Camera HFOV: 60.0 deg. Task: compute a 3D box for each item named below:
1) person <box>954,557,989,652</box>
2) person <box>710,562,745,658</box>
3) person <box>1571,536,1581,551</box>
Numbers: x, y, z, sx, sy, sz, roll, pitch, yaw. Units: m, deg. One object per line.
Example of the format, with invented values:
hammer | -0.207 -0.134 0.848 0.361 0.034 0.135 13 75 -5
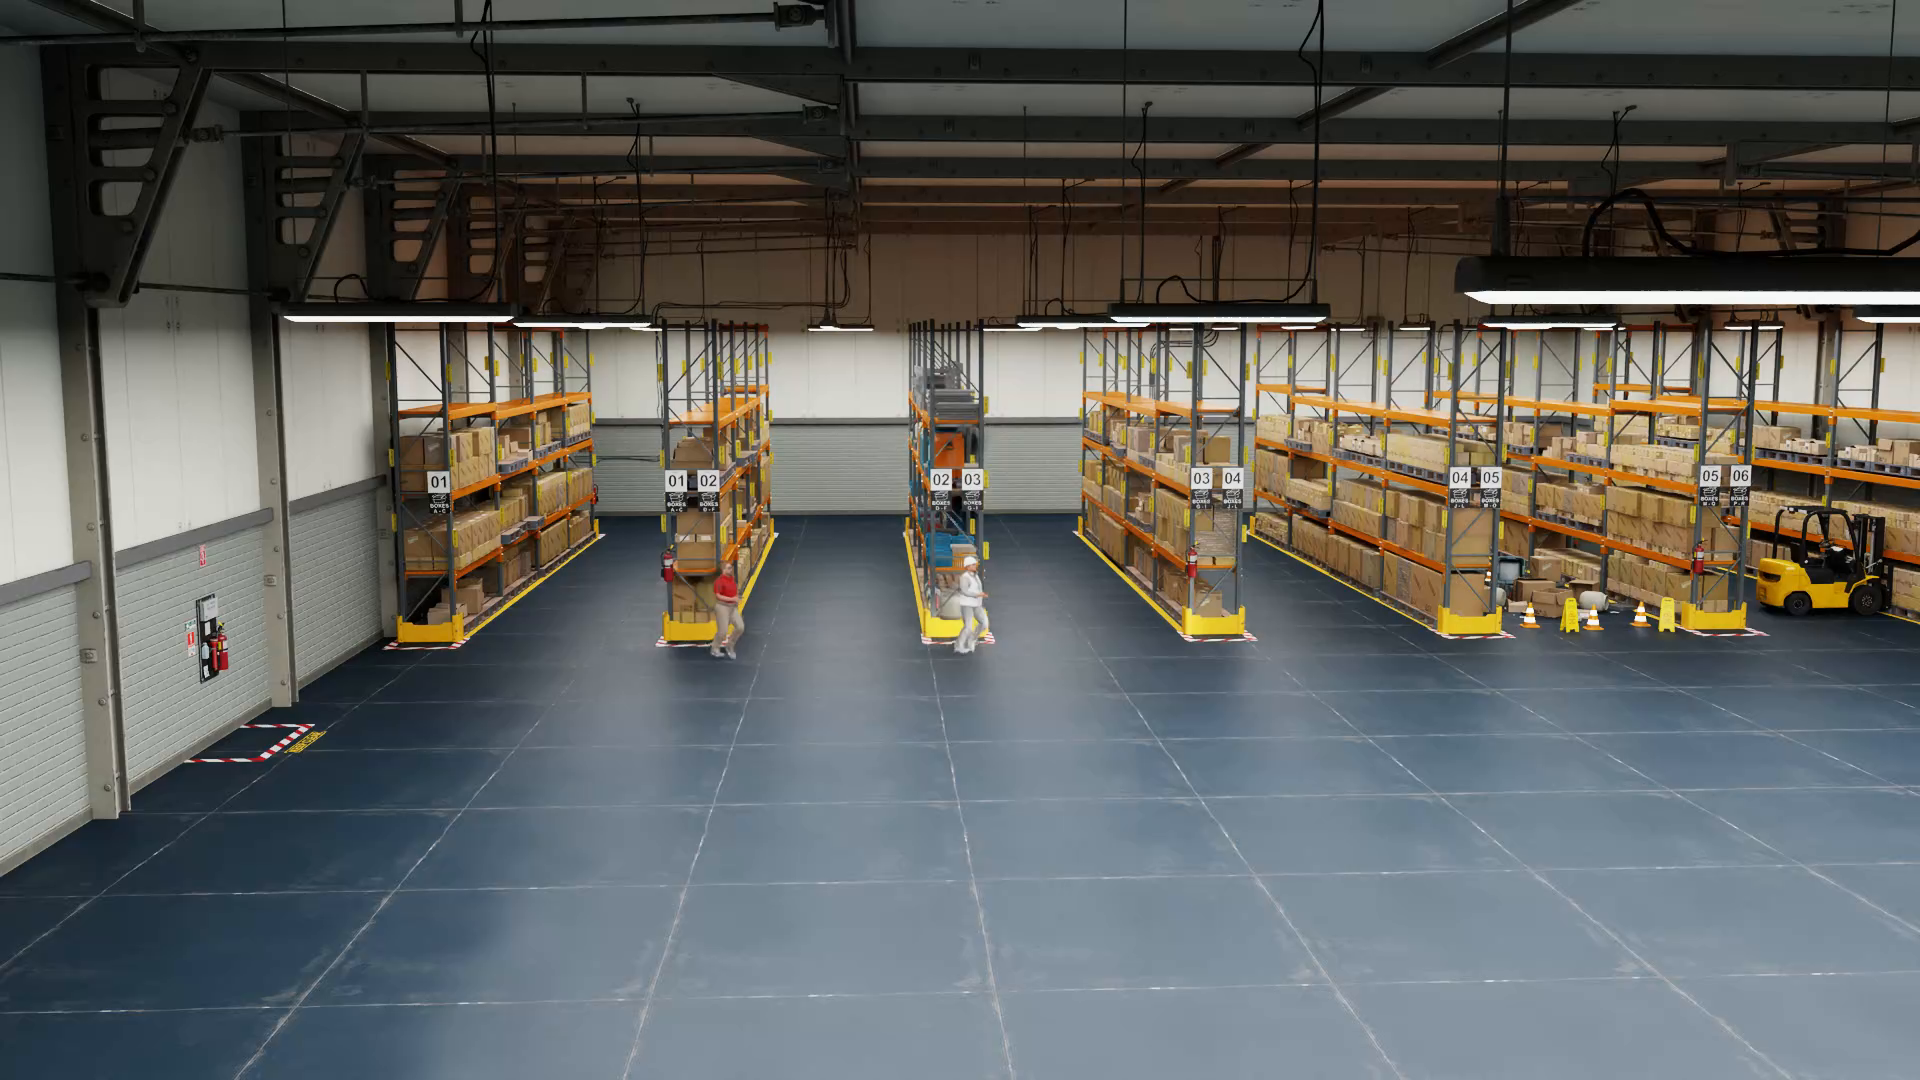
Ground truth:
person | 0.254 1.167 29.888 0.683 1.744 0.662 5 8 33
person | -4.092 1.268 29.419 0.721 1.768 0.679 4 8 29
person | 15.753 -0.438 42.538 0.655 1.816 0.909 -1 7 -7
